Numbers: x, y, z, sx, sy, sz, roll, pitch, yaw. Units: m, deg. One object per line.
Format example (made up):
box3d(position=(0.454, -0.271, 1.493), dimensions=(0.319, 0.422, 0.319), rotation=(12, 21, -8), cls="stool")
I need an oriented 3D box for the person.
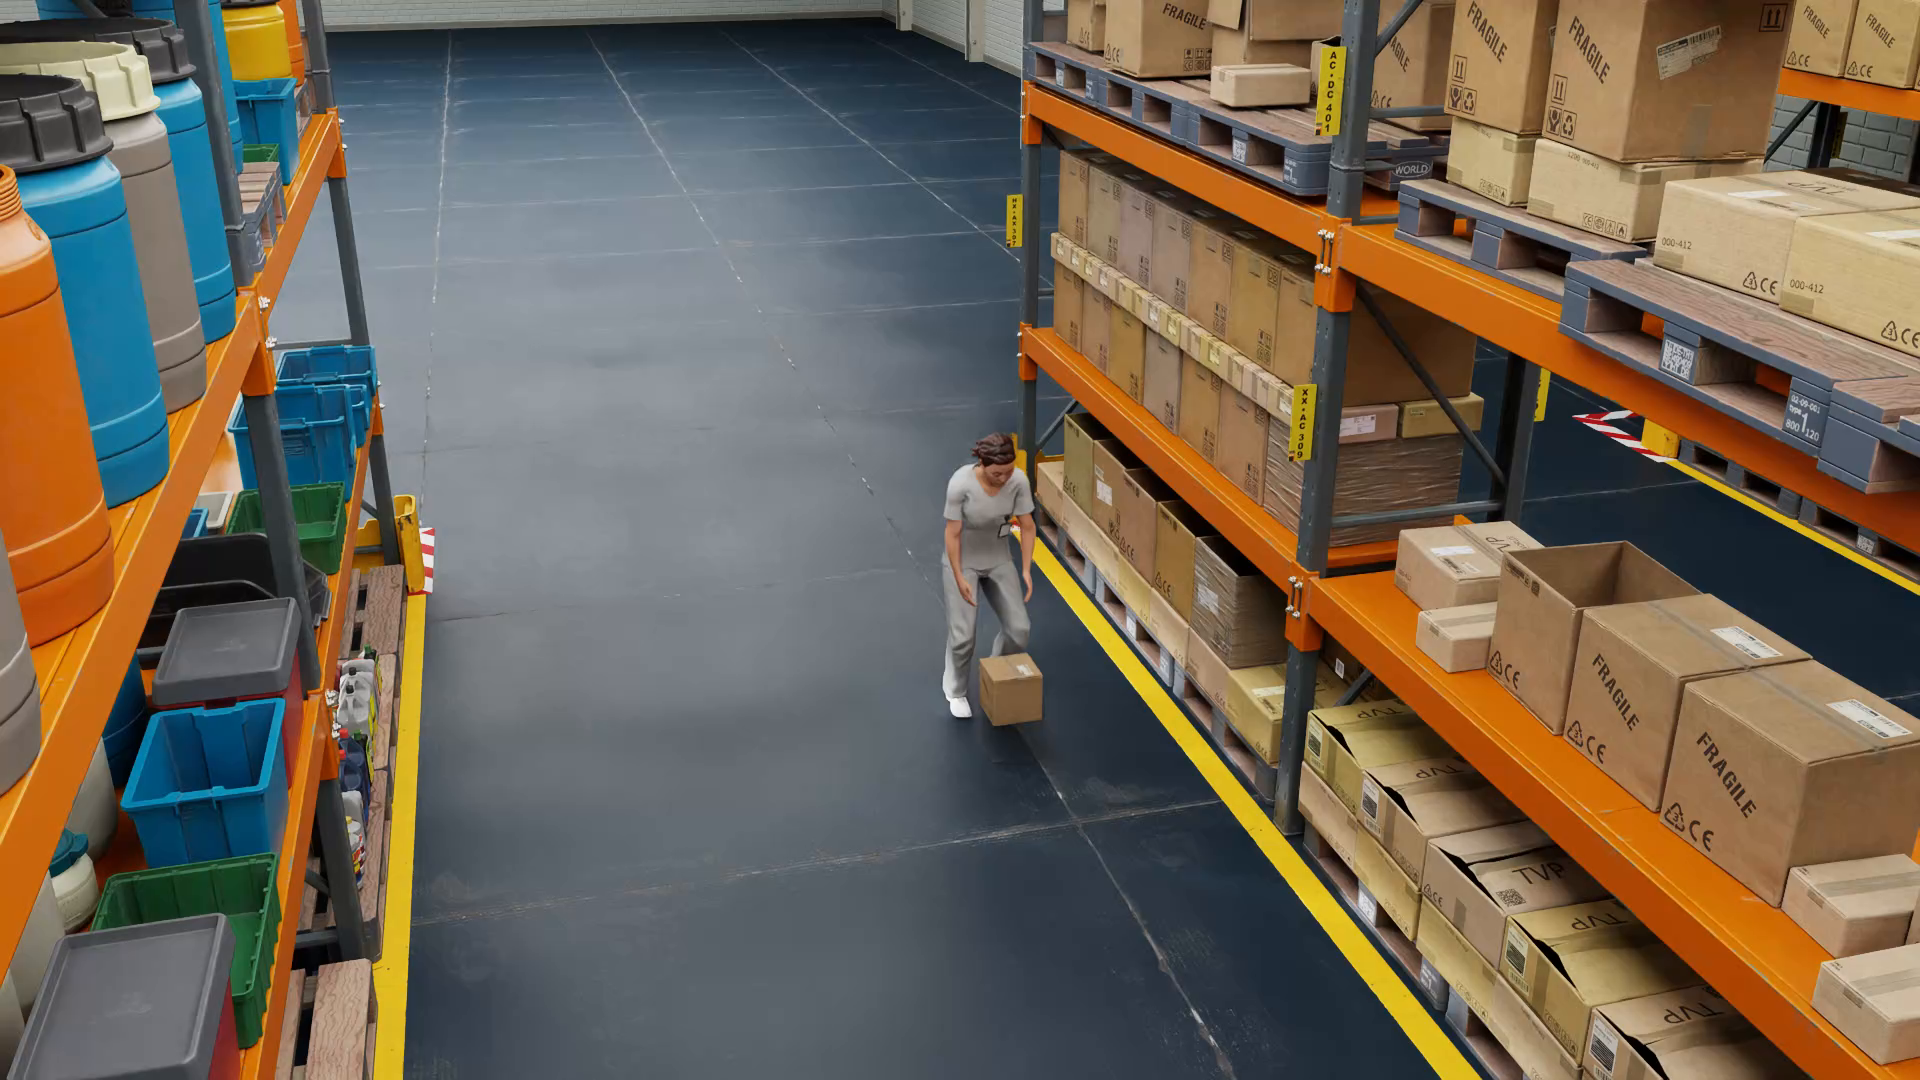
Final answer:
box3d(position=(0.144, 0.155, 8.406), dimensions=(0.478, 1.549, 0.489), rotation=(-6, 24, -14), cls="person")
